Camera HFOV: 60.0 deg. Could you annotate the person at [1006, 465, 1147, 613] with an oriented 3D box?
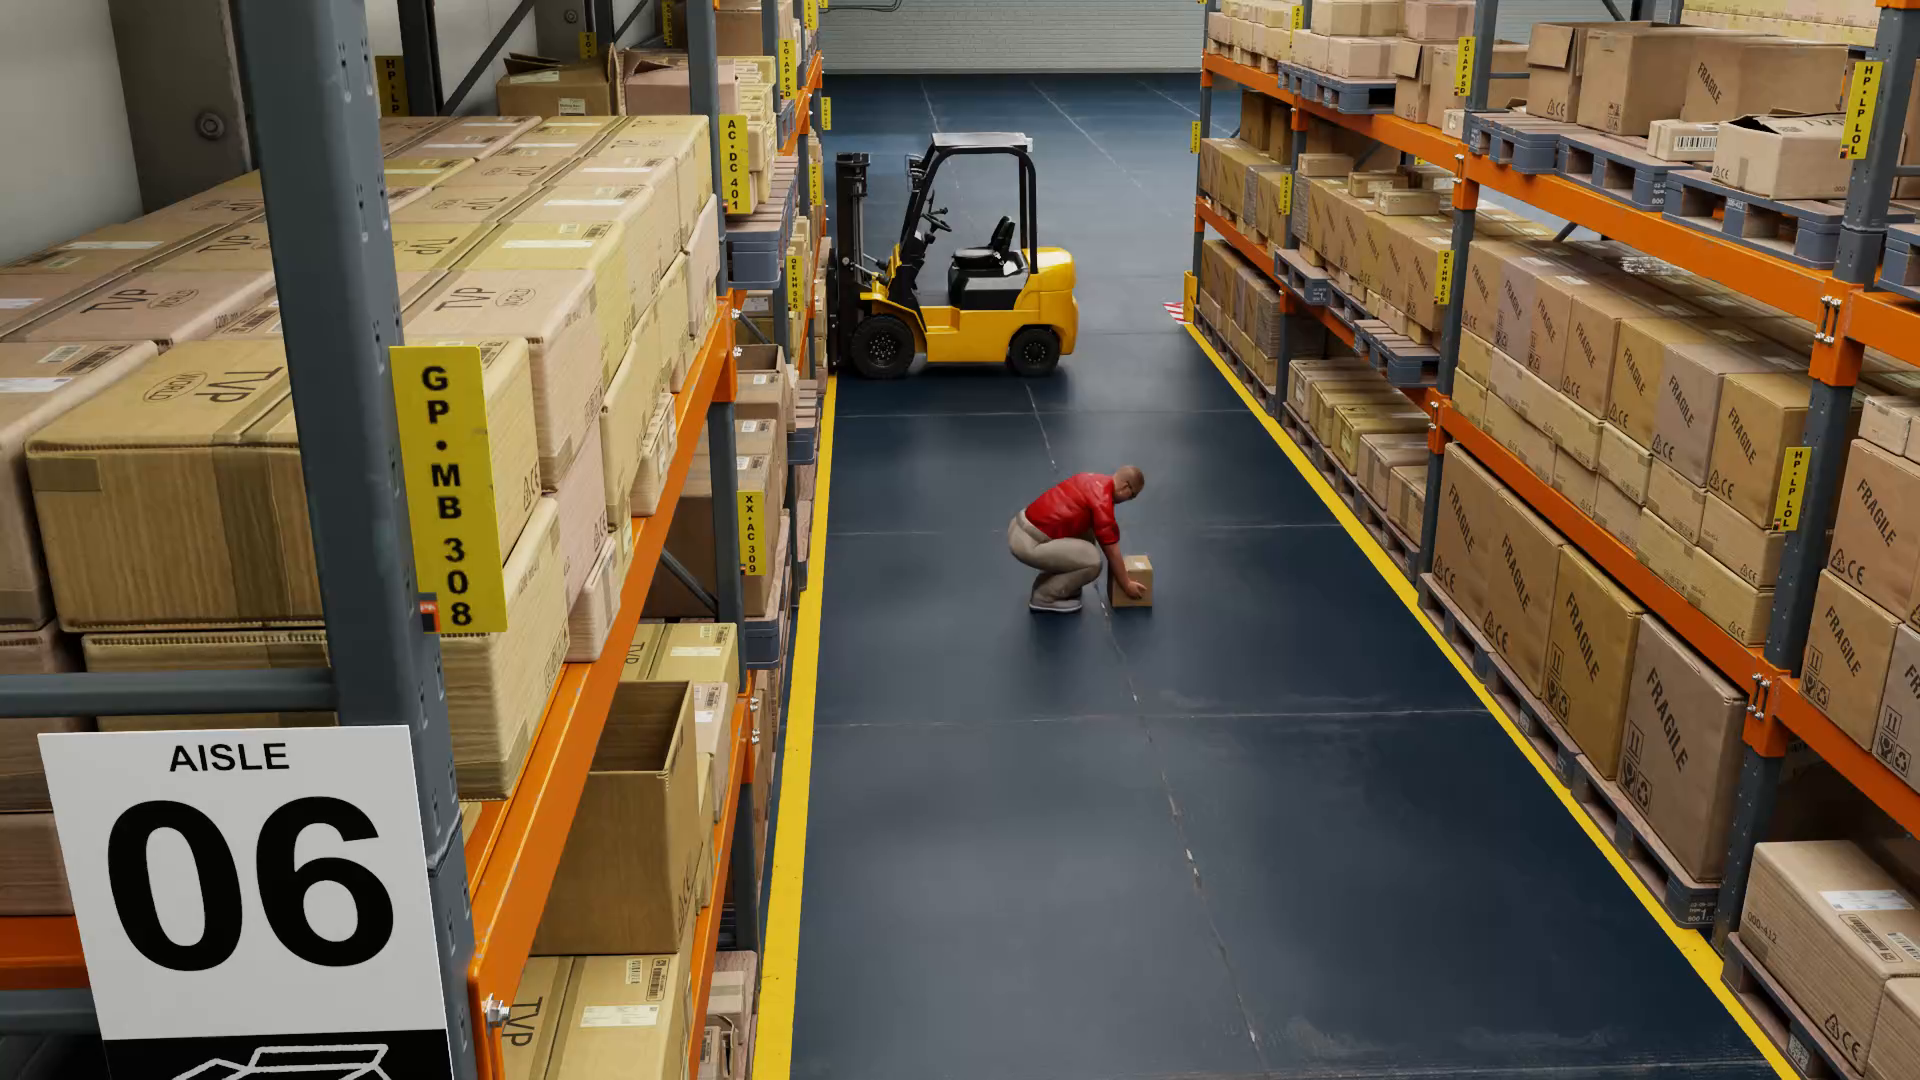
[{"bbox_3d":[0.726,-0.025,10.413,0.871,0.876,0.562,-1,20,-3],"label":"person"}]
